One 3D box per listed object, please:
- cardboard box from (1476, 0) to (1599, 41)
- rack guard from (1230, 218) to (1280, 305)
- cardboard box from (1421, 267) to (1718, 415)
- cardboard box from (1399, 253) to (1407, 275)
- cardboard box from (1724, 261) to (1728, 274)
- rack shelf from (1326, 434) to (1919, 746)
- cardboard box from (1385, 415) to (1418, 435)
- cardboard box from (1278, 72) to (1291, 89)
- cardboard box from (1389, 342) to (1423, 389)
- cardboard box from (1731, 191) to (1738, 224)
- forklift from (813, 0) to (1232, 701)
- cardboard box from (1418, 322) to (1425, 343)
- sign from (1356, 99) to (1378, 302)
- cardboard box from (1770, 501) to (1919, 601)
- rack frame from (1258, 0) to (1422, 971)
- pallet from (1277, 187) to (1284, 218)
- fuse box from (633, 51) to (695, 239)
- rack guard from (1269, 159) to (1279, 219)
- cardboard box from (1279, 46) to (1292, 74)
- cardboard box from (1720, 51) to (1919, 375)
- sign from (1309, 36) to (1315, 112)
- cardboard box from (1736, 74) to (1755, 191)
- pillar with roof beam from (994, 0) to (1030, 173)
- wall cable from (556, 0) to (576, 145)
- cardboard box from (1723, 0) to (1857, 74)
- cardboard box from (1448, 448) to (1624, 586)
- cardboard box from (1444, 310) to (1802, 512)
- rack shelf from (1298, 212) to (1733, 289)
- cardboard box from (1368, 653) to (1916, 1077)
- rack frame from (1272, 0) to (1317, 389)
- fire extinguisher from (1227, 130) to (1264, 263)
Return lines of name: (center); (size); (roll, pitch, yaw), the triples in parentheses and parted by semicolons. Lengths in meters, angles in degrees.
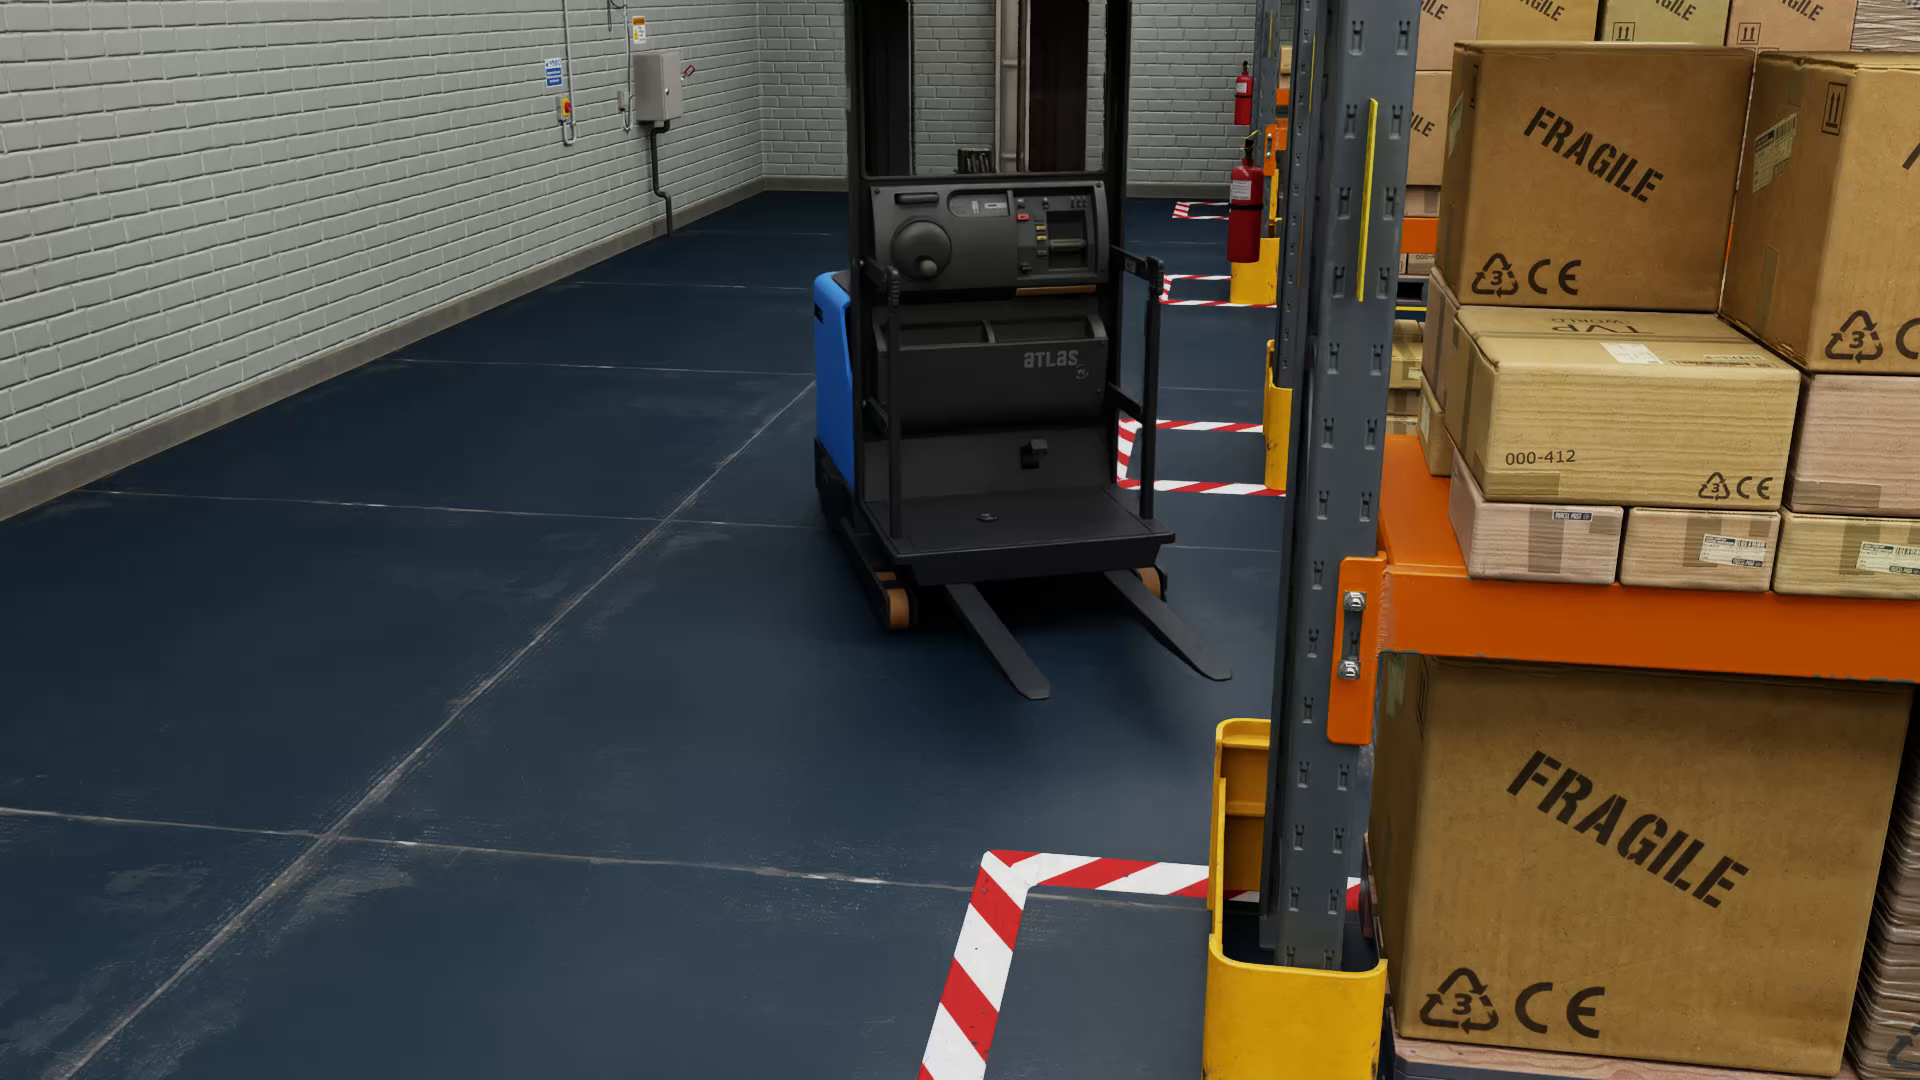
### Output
cardboard box: (2.561, -2.376, 7.473); (0.500, 0.500, 0.500); (3, 19, 10)
rack guard: (2.322, -2.214, 13.131); (0.348, 0.500, 1.175); (3, 19, 9)
cardboard box: (1.295, -0.422, 3.604); (0.500, 0.250, 0.500); (3, 19, 8)
cardboard box: (3.013, -2.380, 13.065); (0.875, 0.438, 0.875); (2, 19, 7)
cardboard box: (5.692, -2.246, 12.664); (0.875, 0.438, 0.875); (3, 19, 8)
rack shelf: (2.749, 0.149, 3.266); (4.000, 0.370, 1.077); (3, 19, 9)
cardboard box: (2.127, -0.563, 8.088); (0.250, 0.149, 0.380); (3, 19, 10)
cardboard box: (3.411, -4.732, 17.113); (0.250, 0.149, 0.380); (3, 19, 8)
cardboard box: (2.124, -0.839, 7.976); (0.250, 0.149, 0.380); (2, 19, 6)
cardboard box: (3.477, -1.541, 7.578); (0.250, 0.149, 0.380); (4, 19, 11)
forklift: (0.174, -1.179, 6.207); (1.130, 2.935, 3.031); (-5, 19, -13)
cardboard box: (2.462, -0.994, 8.439); (0.250, 0.149, 0.380); (3, 19, 10)
sign: (0.680, -0.568, 2.784); (0.005, 0.325, 0.100); (3, 19, 9)
cardboard box: (1.579, -0.028, 3.054); (0.250, 0.149, 0.380); (2, 19, 7)
rack frame: (0.774, -0.293, 3.452); (0.127, 3.000, 1.000); (3, 19, 9)
pallet: (3.992, -3.587, 17.691); (1.213, 0.211, 1.003); (3, 19, 9)
fuse box: (-2.748, -3.714, 15.707); (0.414, 1.711, 0.539); (3, 19, 9)
rack guard: (3.205, -3.764, 17.765); (0.348, 0.500, 1.175); (3, 19, 9)
cardboard box: (3.535, -4.916, 17.035); (0.500, 0.250, 0.500); (3, 19, 9)
cardboard box: (1.699, -0.585, 2.910); (0.500, 0.500, 0.500); (2, 19, 7)
sign: (1.575, -2.083, 7.436); (0.005, 0.325, 0.100); (3, 19, 9)
cardboard box: (3.578, -1.850, 7.479); (0.500, 0.500, 0.500); (2, 19, 7)
pillar with roof beam: (-0.072, -6.868, 13.646); (0.400, 9.000, 9.100); (3, 19, 9)
wall cable: (-3.225, -4.171, 13.391); (0.123, 1.953, 0.585); (3, 19, 9)
cardboard box: (3.575, -2.318, 7.301); (0.500, 0.500, 0.500); (2, 19, 7)
cardboard box: (1.072, -0.053, 3.130); (0.250, 0.149, 0.380); (3, 19, 9)
cardboard box: (1.205, -0.254, 3.104); (0.500, 0.250, 0.500); (2, 19, 7)
rack shelf: (3.635, -1.400, 7.894); (4.000, 0.370, 1.077); (3, 19, 9)
cardboard box: (1.419, 0.522, 3.701); (0.875, 0.875, 0.875); (3, 19, 9)
rack frame: (1.661, -1.842, 8.081); (0.127, 3.000, 1.000); (3, 19, 9)
fire extinguisher: (1.485, -1.786, 8.623); (0.183, 0.674, 0.296); (3, 19, 9)
